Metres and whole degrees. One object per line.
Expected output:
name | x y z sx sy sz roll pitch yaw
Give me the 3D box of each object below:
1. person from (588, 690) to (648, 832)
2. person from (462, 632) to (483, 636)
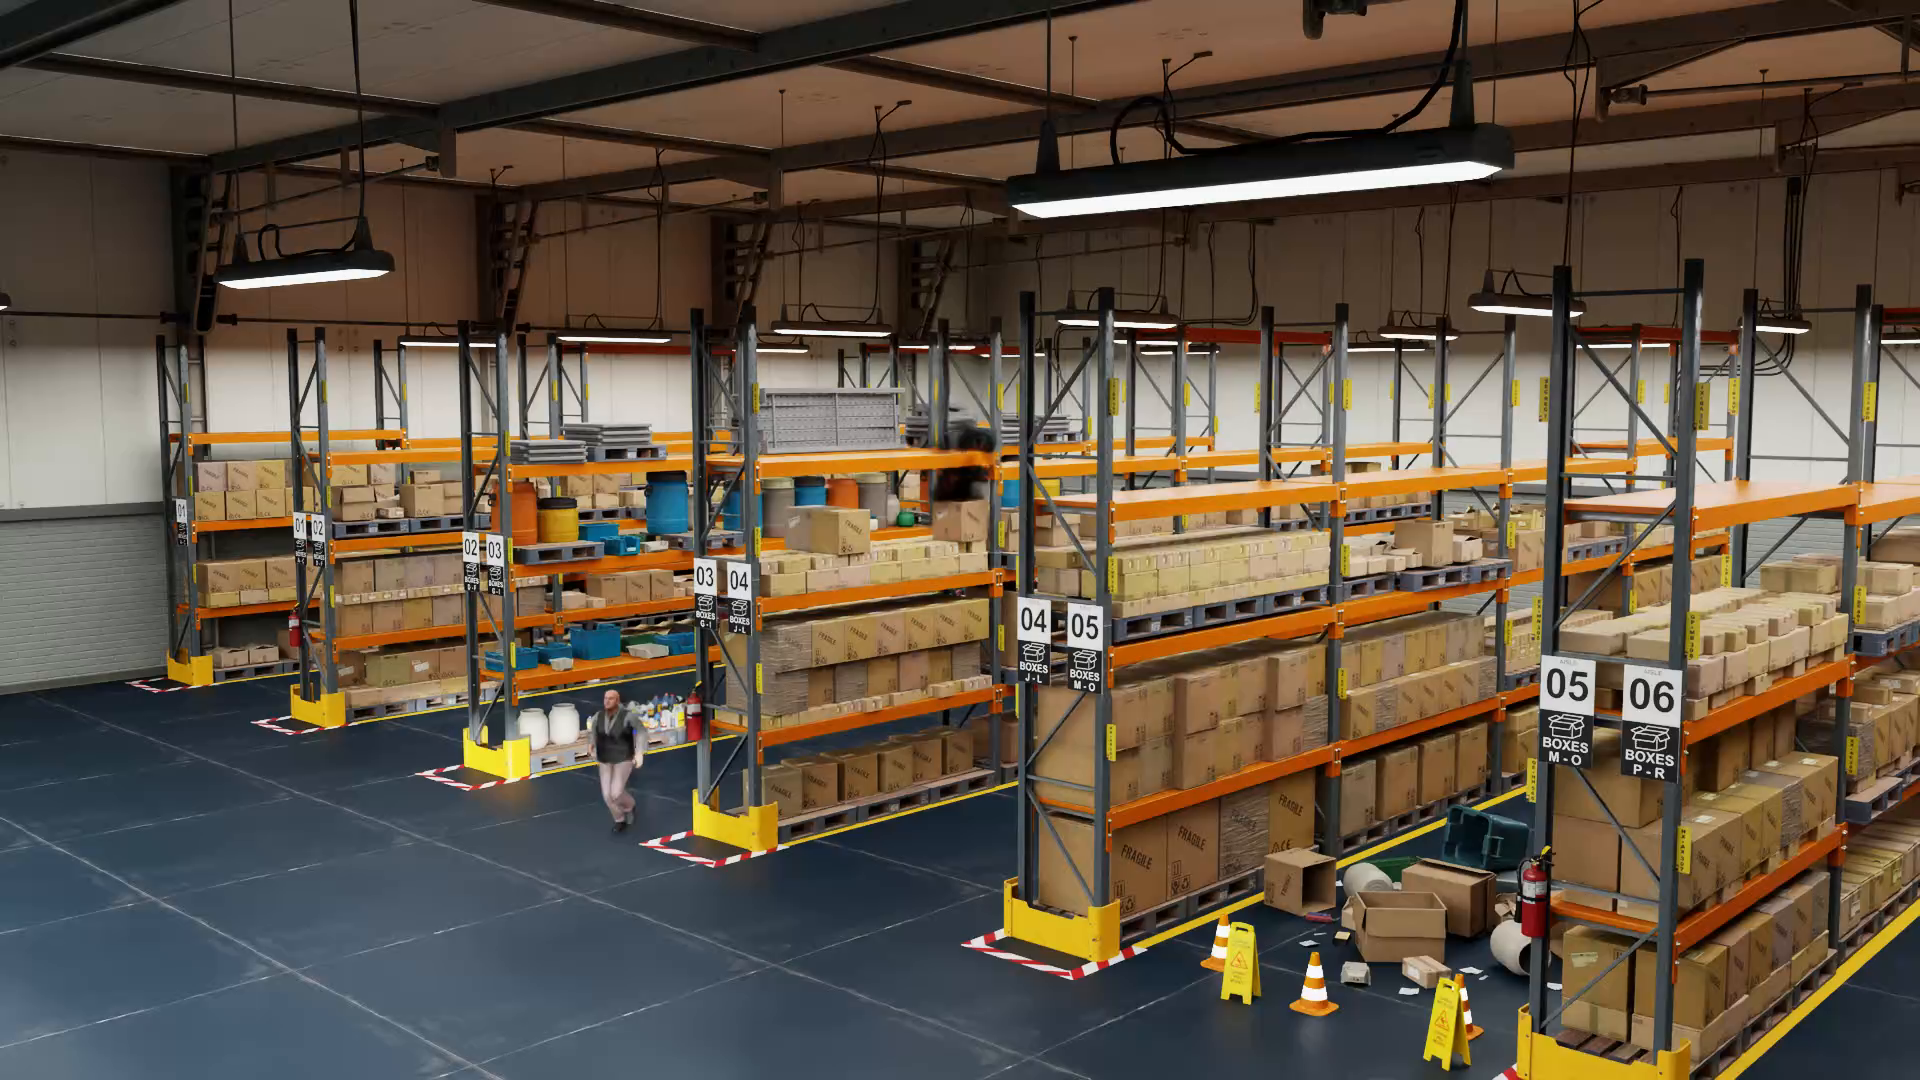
person | -3.966 2.547 19.057 0.677 1.675 0.628 2 6 16
person | -8.698 1.540 29.831 0.599 1.689 0.915 4 7 38
